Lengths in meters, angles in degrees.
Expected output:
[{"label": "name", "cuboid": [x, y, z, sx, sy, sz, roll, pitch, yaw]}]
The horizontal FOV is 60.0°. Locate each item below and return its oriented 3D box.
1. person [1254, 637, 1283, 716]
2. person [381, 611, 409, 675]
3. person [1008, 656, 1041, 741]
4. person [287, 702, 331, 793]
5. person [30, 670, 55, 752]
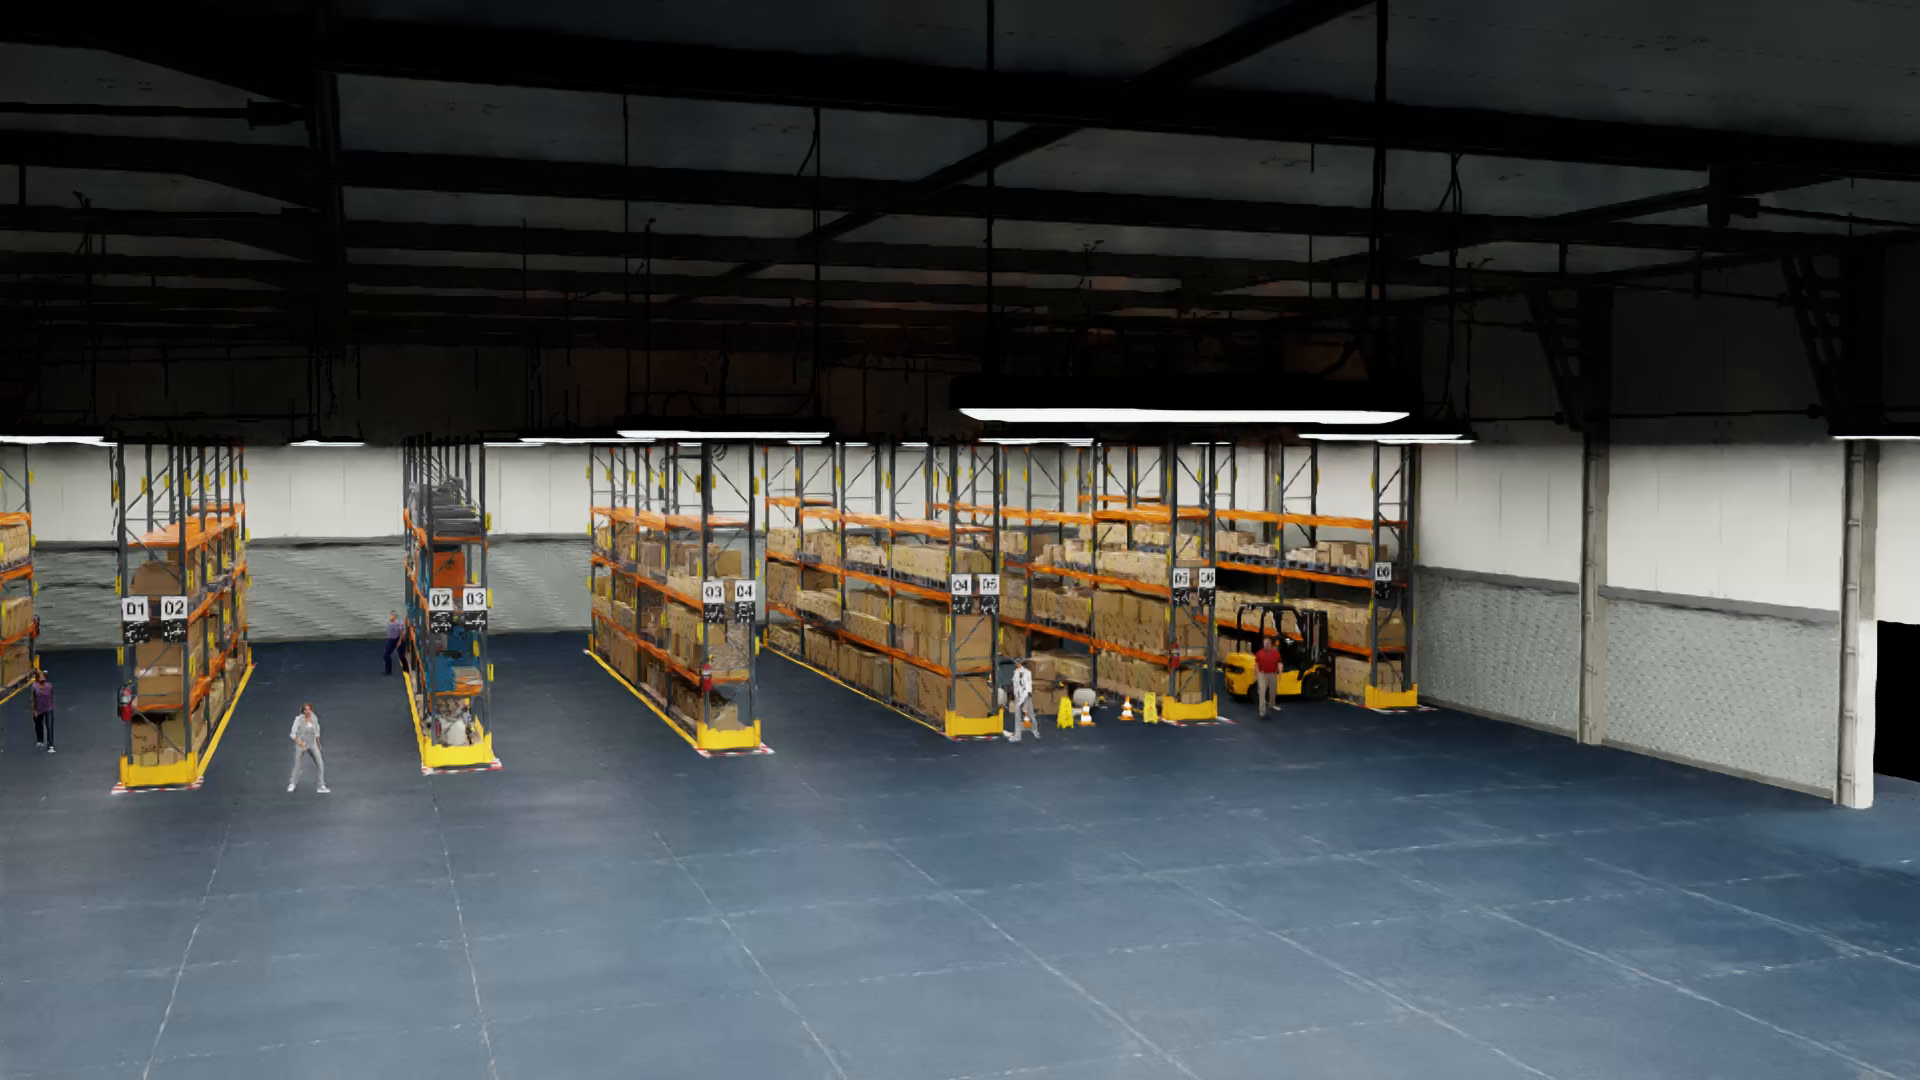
[{"label": "person", "cuboid": [6.606, 2.907, 35.615, 0.610, 1.682, 0.977, 0, 3, 7]}, {"label": "person", "cuboid": [-14.275, 2.633, 42.089, 0.548, 1.514, 0.661, 1, 3, 13]}, {"label": "person", "cuboid": [1.258, 3.085, 32.630, 0.498, 1.657, 0.679, 3, 4, 44]}, {"label": "person", "cuboid": [-10.836, 3.417, 27.564, 0.562, 1.527, 0.782, -2, 4, -37]}, {"label": "person", "cuboid": [-17.269, 3.207, 31.285, 0.401, 1.533, 0.957, -2, 4, -28]}]
